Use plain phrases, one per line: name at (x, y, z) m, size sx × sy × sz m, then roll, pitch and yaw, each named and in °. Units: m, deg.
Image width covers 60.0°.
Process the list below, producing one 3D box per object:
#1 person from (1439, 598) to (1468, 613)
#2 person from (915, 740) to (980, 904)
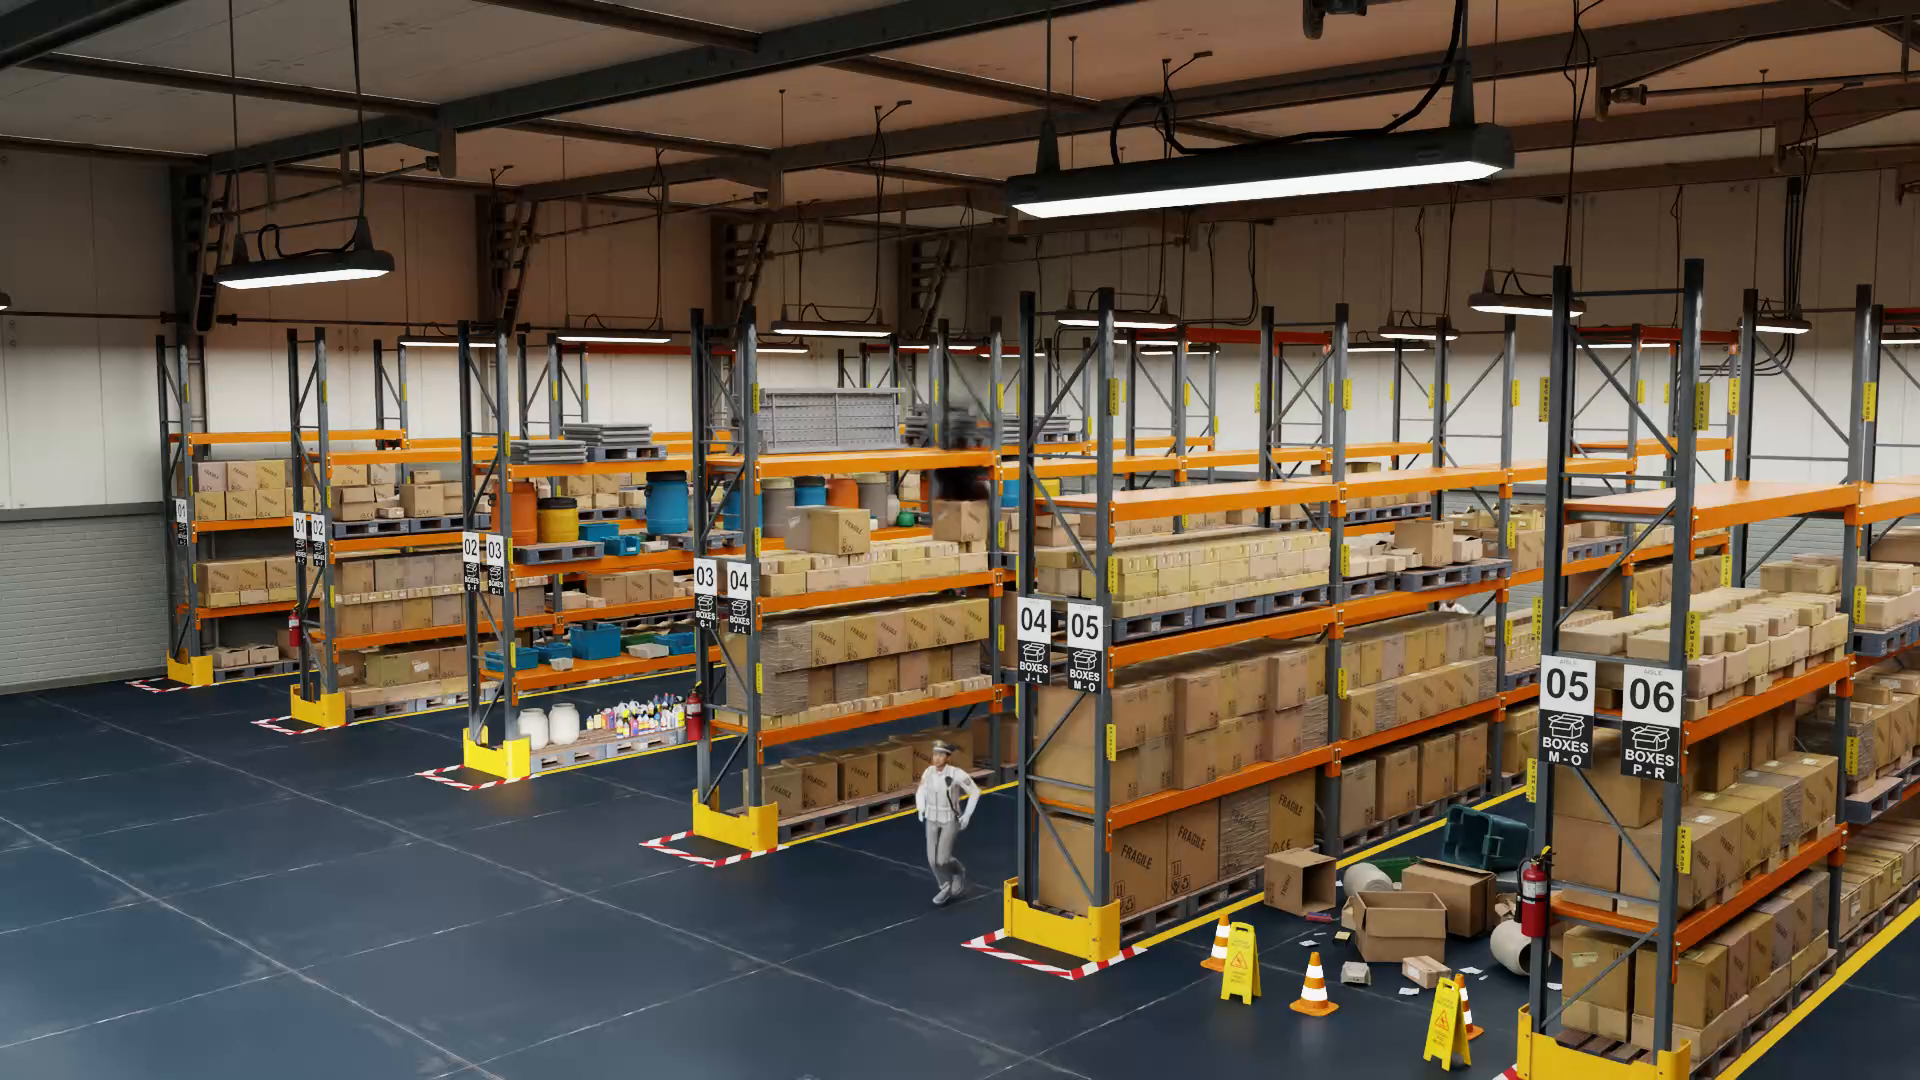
person at (8.136, 1.699, 27.590) m, size 0.667 × 1.843 × 0.832 m, roll 4°, pitch 7°, yaw 37°
person at (-0.170, 2.798, 16.477) m, size 0.644 × 1.650 × 0.539 m, roll 3°, pitch 6°, yaw 26°
